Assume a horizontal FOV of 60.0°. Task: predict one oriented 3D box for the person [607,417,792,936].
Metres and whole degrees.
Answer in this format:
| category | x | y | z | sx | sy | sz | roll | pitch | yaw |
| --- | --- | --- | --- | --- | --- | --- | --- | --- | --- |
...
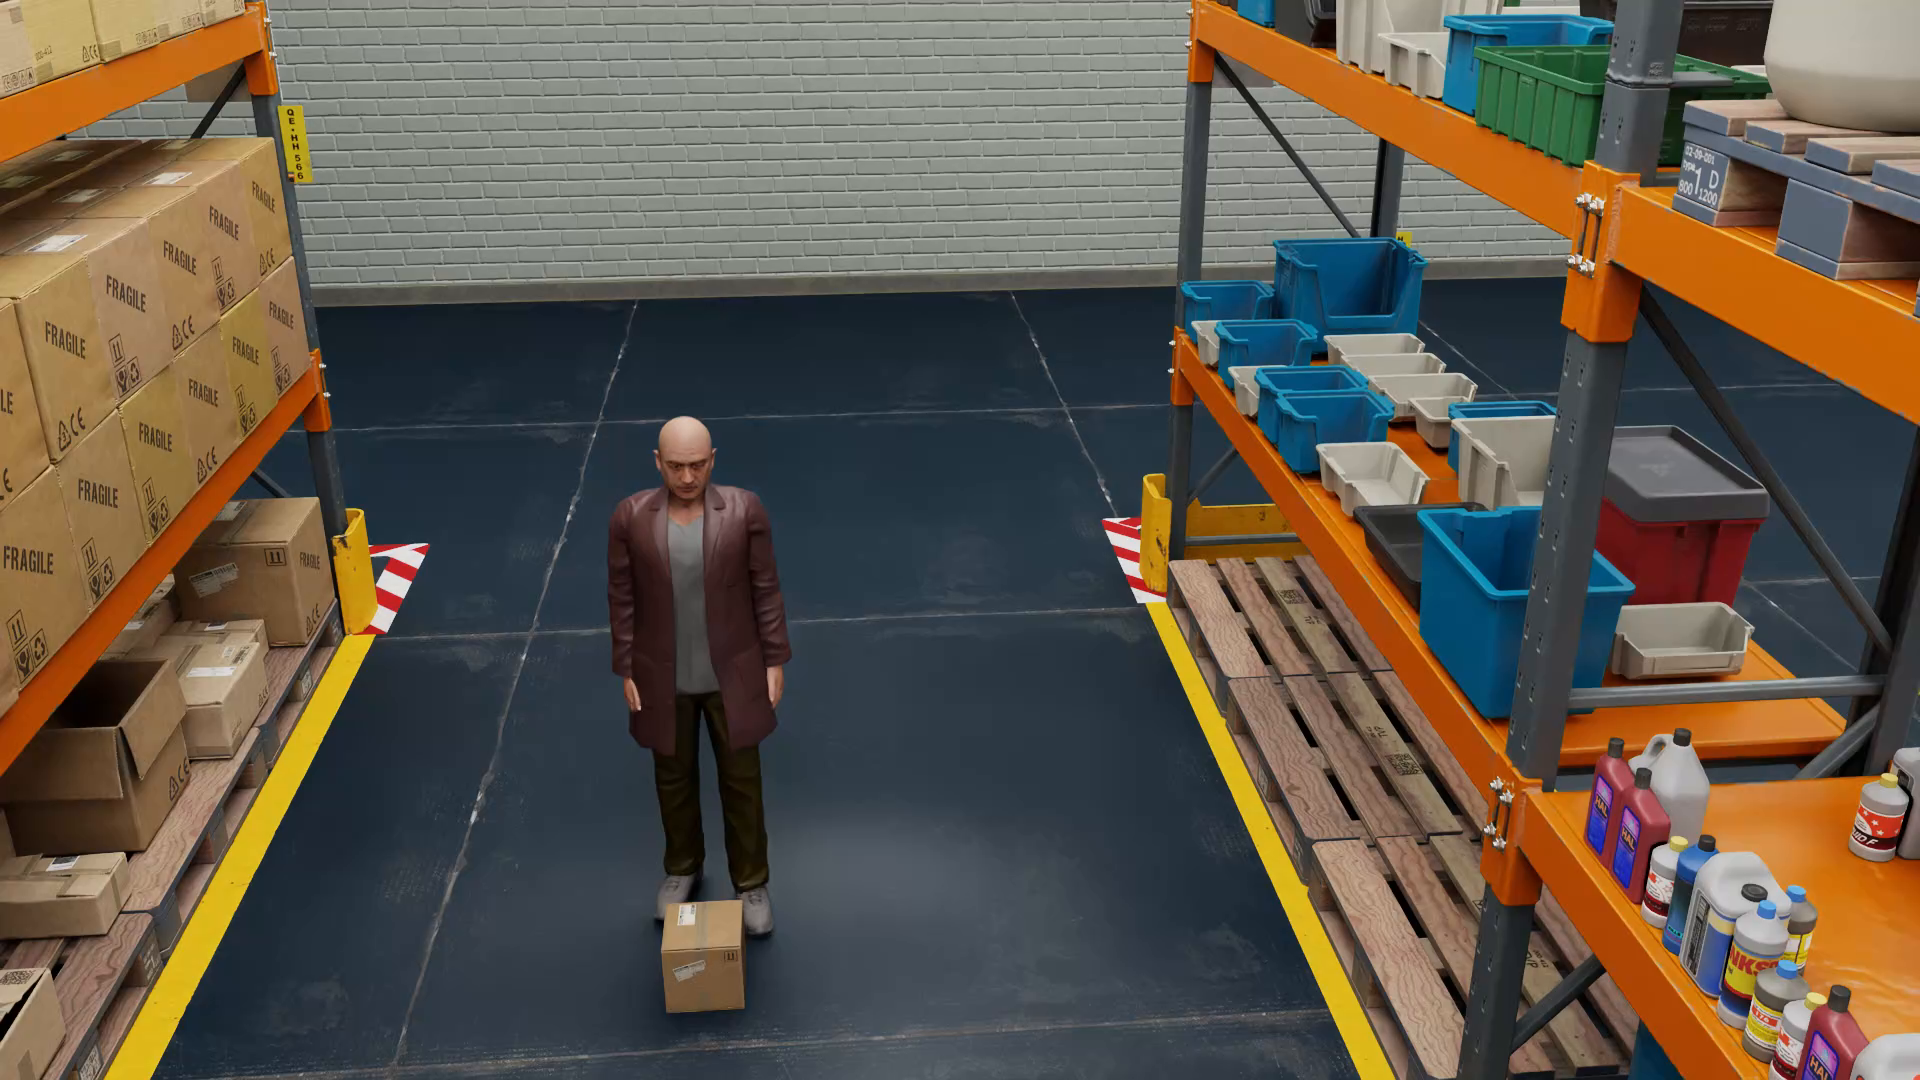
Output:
| category | x | y | z | sx | sy | sz | roll | pitch | yaw |
| --- | --- | --- | --- | --- | --- | --- | --- | --- | --- |
| person | -0.858 | 0.467 | 5.534 | 0.601 | 1.789 | 0.454 | -2 | 23 | -4 |
